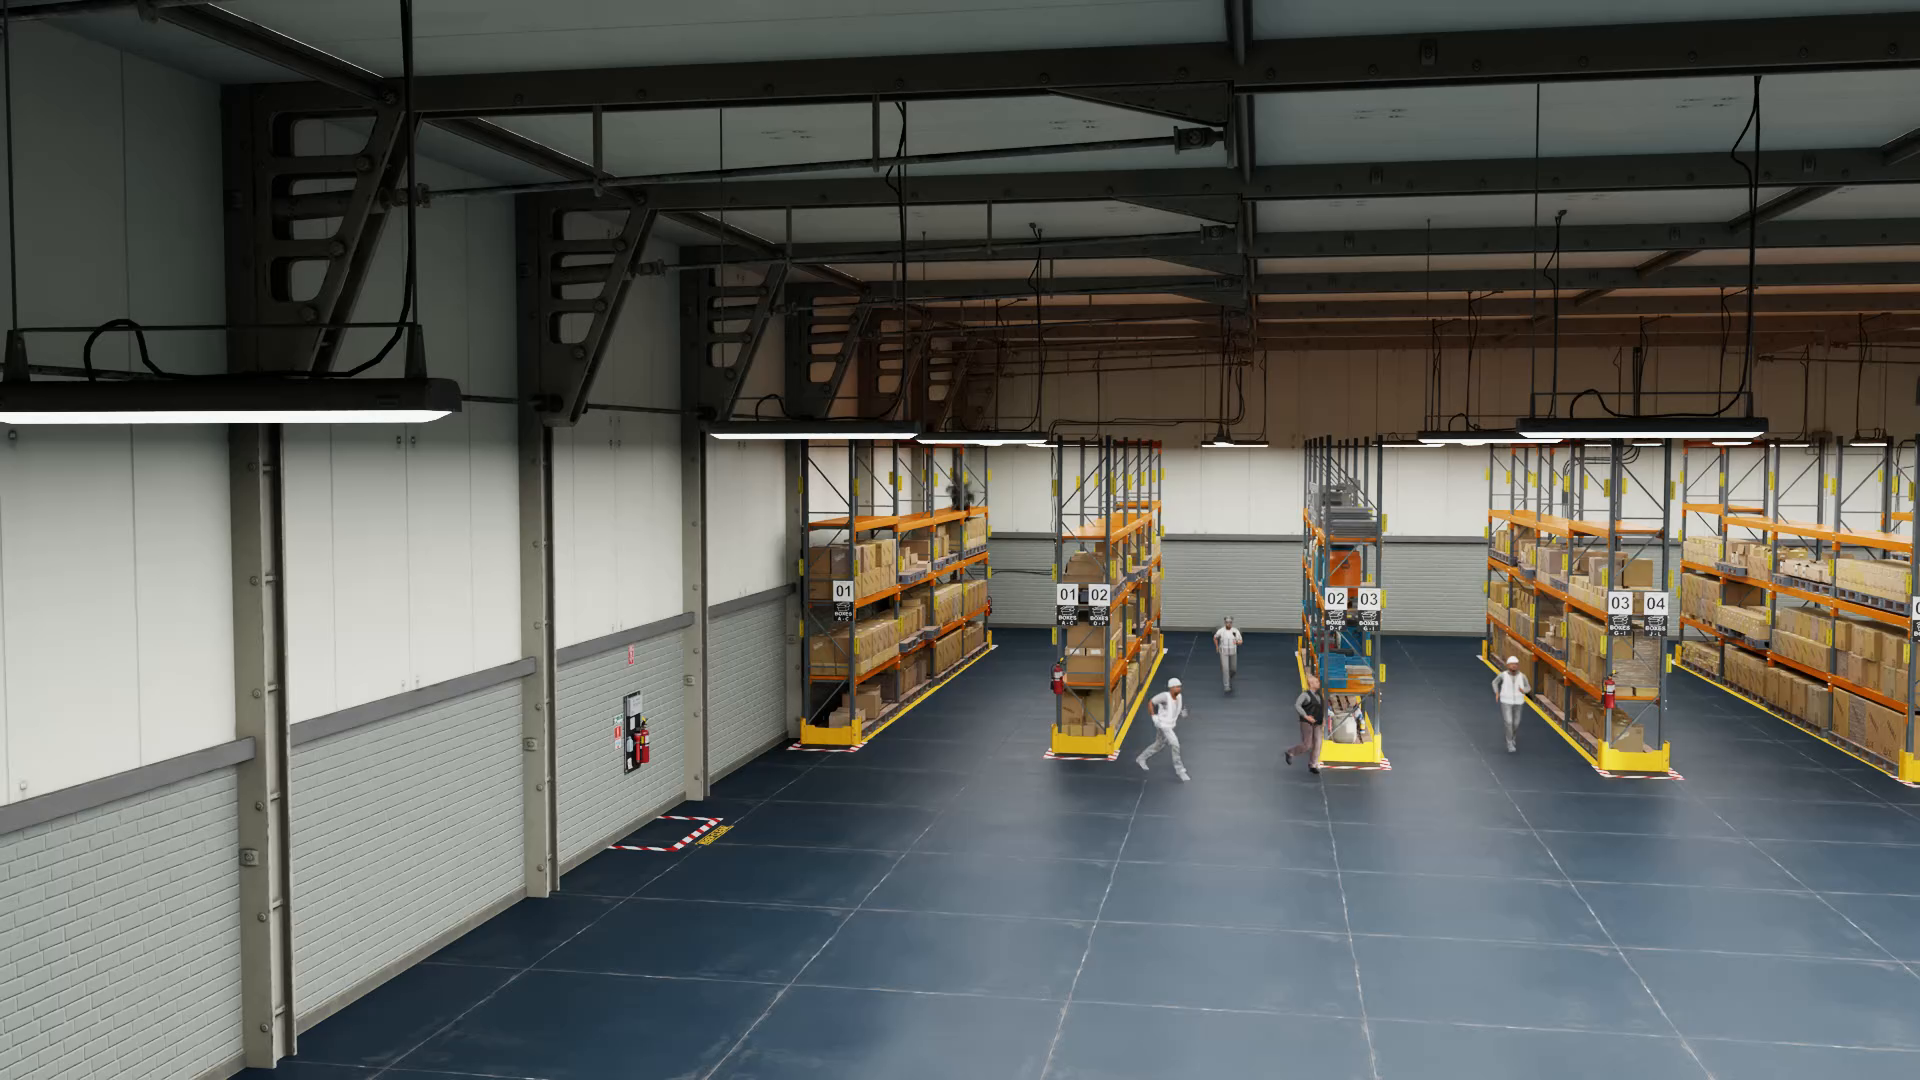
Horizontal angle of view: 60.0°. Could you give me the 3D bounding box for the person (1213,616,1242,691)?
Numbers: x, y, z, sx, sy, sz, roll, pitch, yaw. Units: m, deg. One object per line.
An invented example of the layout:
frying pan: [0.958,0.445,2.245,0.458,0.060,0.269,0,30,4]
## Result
person: [6.398,2.687,39.646,0.673,1.755,0.901,0,3,1]

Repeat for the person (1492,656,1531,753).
person: [10.505,3.094,31.640,0.659,1.764,0.948,0,3,5]

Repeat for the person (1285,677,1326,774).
person: [6.292,3.285,29.620,0.713,1.669,0.778,-2,4,-35]

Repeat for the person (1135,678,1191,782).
person: [3.548,3.279,29.012,1.102,1.784,0.682,2,4,33]
